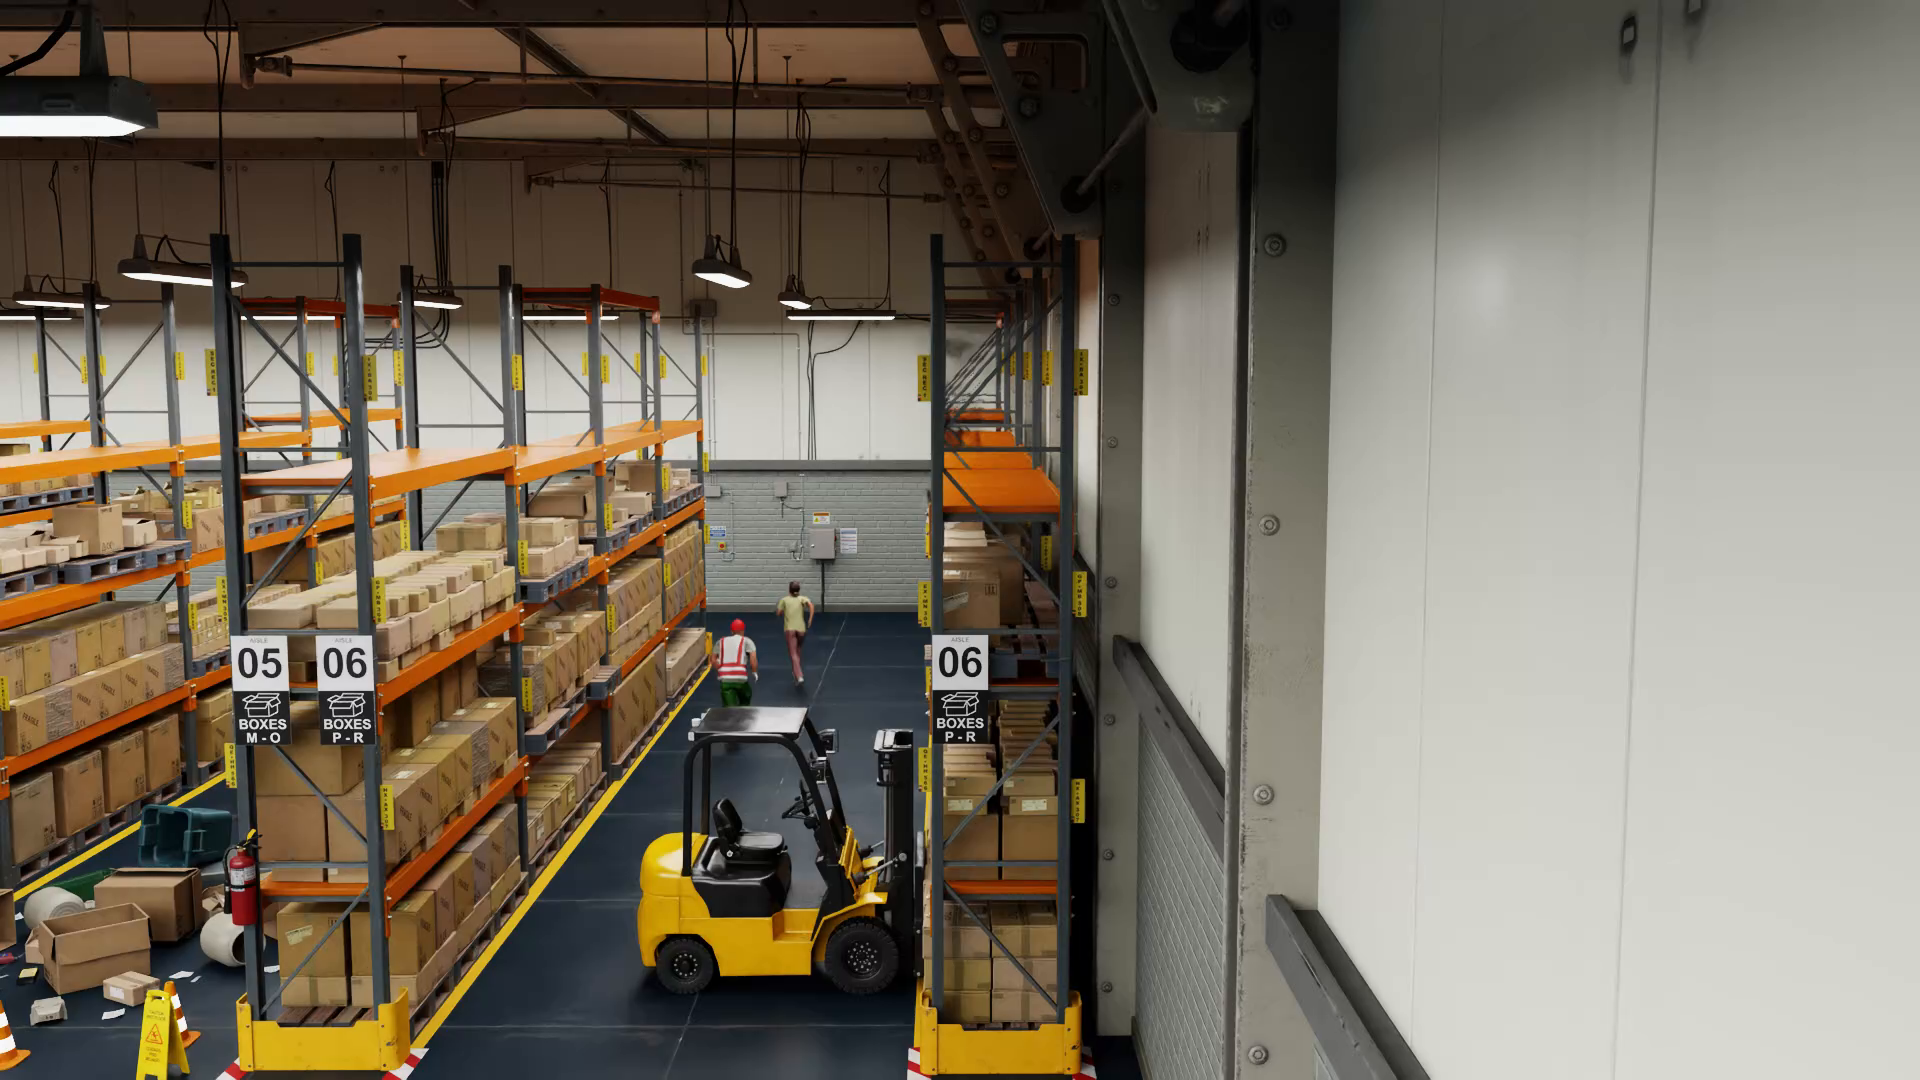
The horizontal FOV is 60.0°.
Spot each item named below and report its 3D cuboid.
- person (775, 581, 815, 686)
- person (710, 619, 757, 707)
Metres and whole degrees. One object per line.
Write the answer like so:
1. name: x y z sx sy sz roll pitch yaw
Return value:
1. person: -2.556 1.500 25.900 0.575 1.672 0.923 -2 7 -17
2. person: -3.057 1.927 22.278 0.668 1.627 1.088 1 6 6
